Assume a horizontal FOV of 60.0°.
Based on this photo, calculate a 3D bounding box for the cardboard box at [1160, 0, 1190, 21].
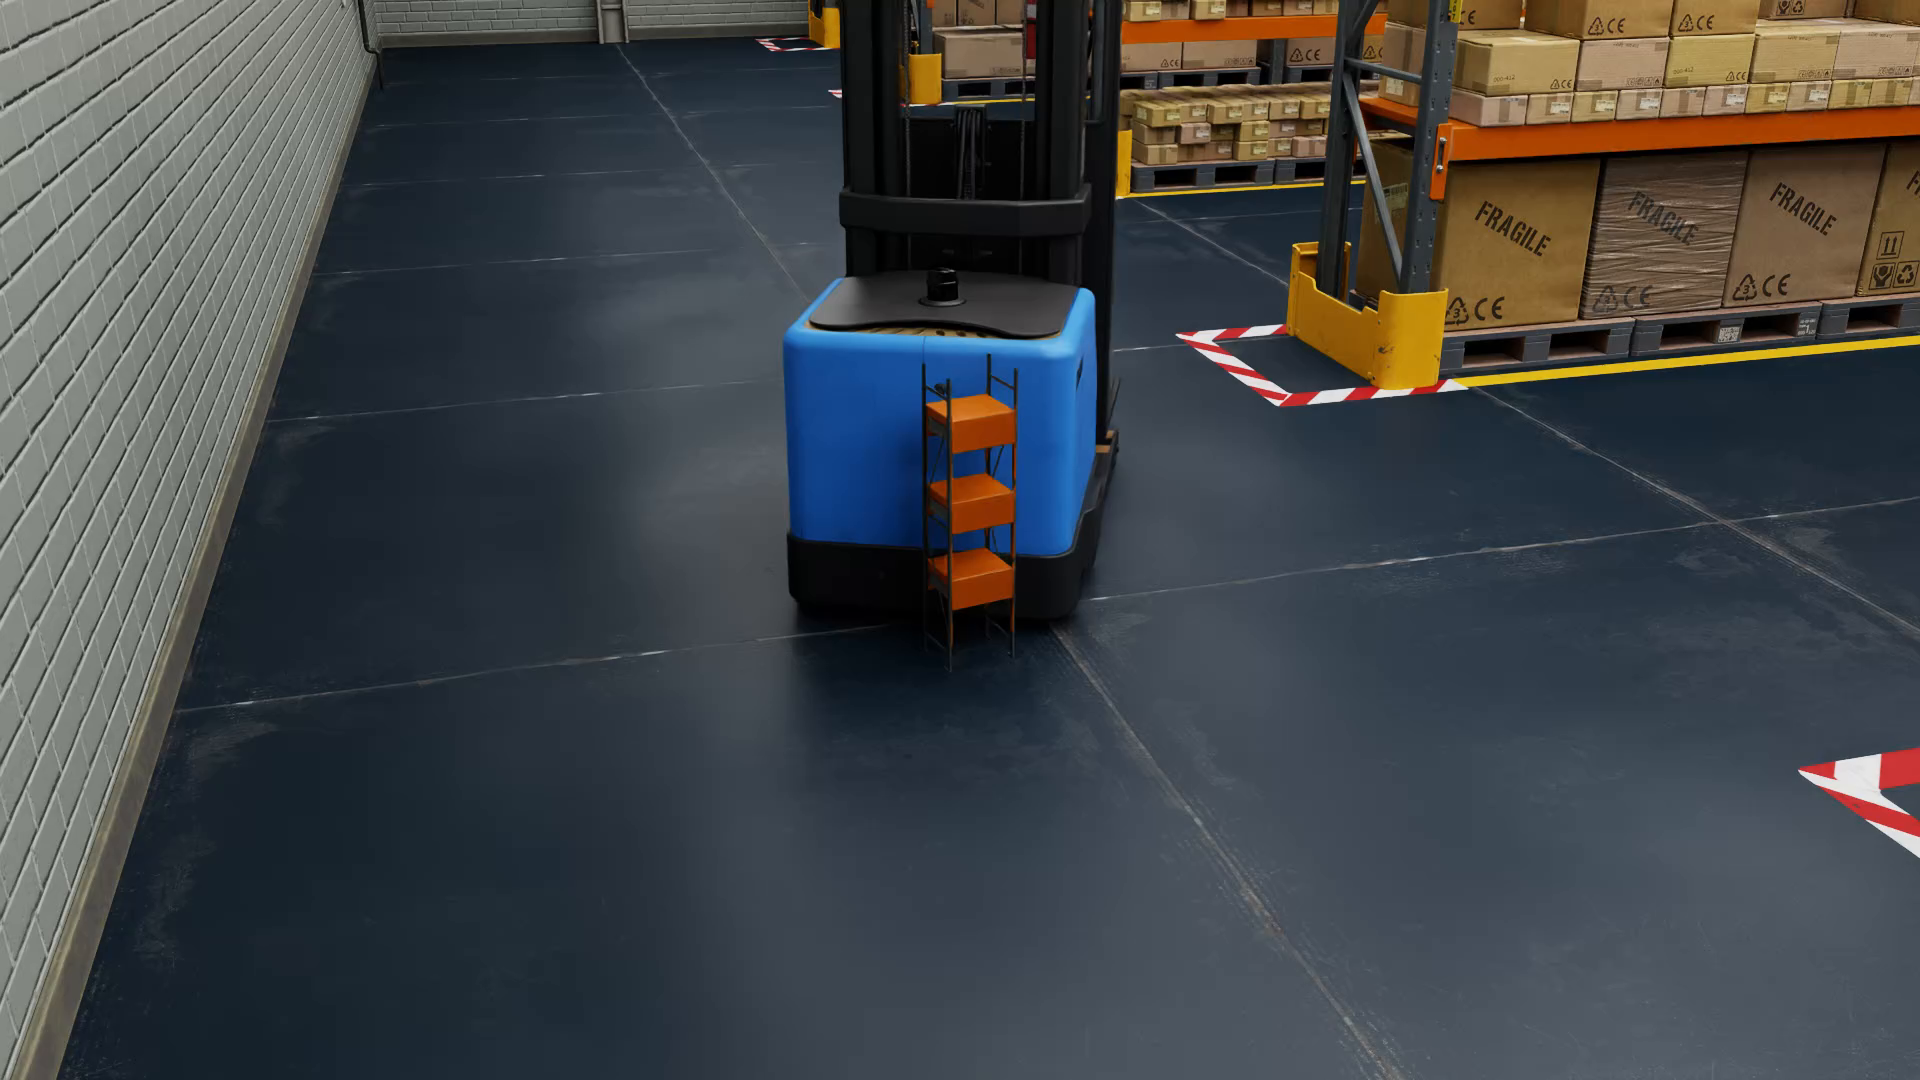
[{"bbox_3d":[1.590,-4.116,12.857,0.250,0.149,0.380,-5,24,-12],"label":"cardboard box"}]

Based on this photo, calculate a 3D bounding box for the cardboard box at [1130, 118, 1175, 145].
[{"bbox_3d":[1.529,-3.256,13.241,0.250,0.149,0.380,-5,24,-12],"label":"cardboard box"}]

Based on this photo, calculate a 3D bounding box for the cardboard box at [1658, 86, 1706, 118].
[{"bbox_3d":[3.618,-2.292,8.606,0.250,0.149,0.380,-7,24,-15],"label":"cardboard box"}]

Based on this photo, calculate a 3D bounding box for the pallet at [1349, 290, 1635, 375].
[{"bbox_3d":[2.947,-1.218,9.321,1.213,0.211,1.003,-6,24,-14],"label":"pallet"}]

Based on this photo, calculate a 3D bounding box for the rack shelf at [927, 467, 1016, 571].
[{"bbox_3d":[0.031,-0.073,5.614,0.240,0.259,0.215,-12,26,-25],"label":"rack shelf"}]

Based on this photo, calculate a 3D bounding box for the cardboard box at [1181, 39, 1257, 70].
[{"bbox_3d":[2.739,-5.562,18.626,0.875,0.438,0.875,-7,24,-15],"label":"cardboard box"}]

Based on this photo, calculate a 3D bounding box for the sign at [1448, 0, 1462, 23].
[{"bbox_3d":[2.342,-2.607,7.824,0.005,0.325,0.100,-6,24,-14],"label":"sign"}]

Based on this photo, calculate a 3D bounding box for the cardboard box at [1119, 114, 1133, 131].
[{"bbox_3d":[1.387,-3.463,13.721,0.250,0.149,0.380,-7,24,-16],"label":"cardboard box"}]

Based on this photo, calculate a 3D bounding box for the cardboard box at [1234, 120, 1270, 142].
[{"bbox_3d":[2.296,-3.310,13.365,0.250,0.149,0.380,-6,24,-13],"label":"cardboard box"}]

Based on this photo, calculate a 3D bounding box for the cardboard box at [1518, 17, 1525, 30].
[{"bbox_3d":[3.082,-2.658,8.955,0.500,0.250,0.500,-7,24,-15],"label":"cardboard box"}]

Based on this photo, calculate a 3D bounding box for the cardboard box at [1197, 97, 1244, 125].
[{"bbox_3d":[2.062,-3.415,13.233,0.250,0.149,0.380,-6,24,-15],"label":"cardboard box"}]

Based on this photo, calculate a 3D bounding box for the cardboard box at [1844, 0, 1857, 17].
[{"bbox_3d":[5.043,-3.220,9.311,0.500,0.500,0.500,-6,24,-14],"label":"cardboard box"}]

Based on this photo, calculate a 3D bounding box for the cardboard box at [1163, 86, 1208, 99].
[{"bbox_3d":[1.869,-3.668,13.823,0.250,0.149,0.380,-7,24,-16],"label":"cardboard box"}]

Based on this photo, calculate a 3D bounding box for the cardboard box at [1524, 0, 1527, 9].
[{"bbox_3d":[4.595,-4.470,13.681,0.250,0.149,0.380,-7,24,-15],"label":"cardboard box"}]

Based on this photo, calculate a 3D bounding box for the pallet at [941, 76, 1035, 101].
[{"bbox_3d":[0.270,-4.980,18.089,1.213,0.211,1.003,-6,24,-14],"label":"pallet"}]

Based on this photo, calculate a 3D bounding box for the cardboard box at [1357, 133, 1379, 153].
[{"bbox_3d":[3.256,-3.304,13.728,0.250,0.149,0.380,-6,24,-13],"label":"cardboard box"}]

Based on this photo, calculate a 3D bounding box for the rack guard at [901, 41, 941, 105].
[{"bbox_3d":[-0.502,-4.996,17.759,0.348,0.500,1.175,-6,24,-14],"label":"rack guard"}]

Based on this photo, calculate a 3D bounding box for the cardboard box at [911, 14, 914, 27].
[{"bbox_3d":[-0.789,-6.974,22.281,0.250,0.149,0.380,-7,24,-16],"label":"cardboard box"}]

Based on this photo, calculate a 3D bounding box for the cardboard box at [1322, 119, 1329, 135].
[{"bbox_3d":[3.039,-3.444,13.678,0.250,0.149,0.380,-5,24,-12],"label":"cardboard box"}]

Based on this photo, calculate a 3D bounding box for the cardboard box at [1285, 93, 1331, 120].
[{"bbox_3d":[2.814,-3.509,13.453,0.250,0.149,0.380,-6,24,-14],"label":"cardboard box"}]

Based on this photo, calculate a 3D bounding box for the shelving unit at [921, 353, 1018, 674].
[{"bbox_3d":[0.031,-0.082,5.610,0.252,1.050,0.215,-12,26,-25],"label":"shelving unit"}]

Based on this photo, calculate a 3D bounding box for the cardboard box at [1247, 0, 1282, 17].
[{"bbox_3d":[2.344,-4.223,13.107,0.250,0.149,0.380,-7,24,-15],"label":"cardboard box"}]

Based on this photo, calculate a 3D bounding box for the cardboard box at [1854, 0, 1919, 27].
[{"bbox_3d":[5.196,-3.021,8.848,0.500,0.500,0.500,-6,24,-14],"label":"cardboard box"}]

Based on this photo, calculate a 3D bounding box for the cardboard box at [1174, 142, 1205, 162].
[{"bbox_3d":[1.776,-3.155,13.381,0.250,0.149,0.380,-6,24,-15],"label":"cardboard box"}]

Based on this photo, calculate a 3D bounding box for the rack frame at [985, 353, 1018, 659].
[{"bbox_3d":[0.139,-0.105,5.662,0.008,1.050,0.200,-12,26,-25],"label":"rack frame"}]

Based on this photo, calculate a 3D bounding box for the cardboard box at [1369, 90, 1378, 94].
[{"bbox_3d":[3.555,-3.591,13.642,0.250,0.149,0.380,-8,24,-17],"label":"cardboard box"}]

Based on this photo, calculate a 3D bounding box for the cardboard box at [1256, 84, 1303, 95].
[{"bbox_3d":[2.663,-3.707,13.914,0.250,0.149,0.380,-7,24,-16],"label":"cardboard box"}]

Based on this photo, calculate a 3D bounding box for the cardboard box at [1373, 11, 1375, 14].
[{"bbox_3d":[3.109,-4.276,13.230,0.250,0.149,0.380,-6,24,-13],"label":"cardboard box"}]

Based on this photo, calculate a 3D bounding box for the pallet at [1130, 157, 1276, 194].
[{"bbox_3d":[1.821,-3.078,13.656,1.213,0.211,1.003,-6,24,-14],"label":"pallet"}]

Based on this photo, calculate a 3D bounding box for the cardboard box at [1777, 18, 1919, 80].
[{"bbox_3d":[4.706,-2.621,8.868,0.500,0.250,0.500,-6,24,-13],"label":"cardboard box"}]

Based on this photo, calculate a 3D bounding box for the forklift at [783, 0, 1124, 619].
[{"bbox_3d":[0.119,-1.615,6.798,1.130,2.935,3.031,4,24,9],"label":"forklift"}]

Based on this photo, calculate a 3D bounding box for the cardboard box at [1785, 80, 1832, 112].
[{"bbox_3d":[4.362,-2.375,8.799,0.250,0.149,0.380,-6,24,-14],"label":"cardboard box"}]

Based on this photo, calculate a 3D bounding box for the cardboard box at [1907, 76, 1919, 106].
[{"bbox_3d":[5.102,-2.456,8.989,0.250,0.149,0.380,-6,24,-13],"label":"cardboard box"}]

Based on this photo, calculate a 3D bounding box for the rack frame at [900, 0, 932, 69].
[{"bbox_3d":[-0.479,-6.147,17.272,0.127,3.000,1.000,-6,24,-14],"label":"rack frame"}]

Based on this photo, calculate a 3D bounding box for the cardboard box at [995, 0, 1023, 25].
[{"bbox_3d":[0.624,-7.291,22.576,0.500,0.500,0.700,-7,24,-16],"label":"cardboard box"}]

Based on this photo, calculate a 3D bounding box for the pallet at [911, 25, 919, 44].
[{"bbox_3d":[-0.983,-6.843,22.430,1.213,0.211,1.003,-6,24,-14],"label":"pallet"}]

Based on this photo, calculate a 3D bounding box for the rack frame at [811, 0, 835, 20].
[{"bbox_3d":[-1.823,-8.031,21.663,0.127,3.000,1.000,-6,24,-14],"label":"rack frame"}]

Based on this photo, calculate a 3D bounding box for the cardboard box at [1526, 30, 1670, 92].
[{"bbox_3d":[3.232,-2.459,8.489,0.500,0.250,0.500,-7,24,-15],"label":"cardboard box"}]

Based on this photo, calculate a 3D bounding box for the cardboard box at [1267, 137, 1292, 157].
[{"bbox_3d":[2.509,-3.233,13.562,0.250,0.149,0.380,-6,24,-14],"label":"cardboard box"}]

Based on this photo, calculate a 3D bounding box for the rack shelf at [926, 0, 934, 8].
[{"bbox_3d":[1.447,-6.029,17.910,4.000,0.370,1.077,-6,24,-14],"label":"rack shelf"}]

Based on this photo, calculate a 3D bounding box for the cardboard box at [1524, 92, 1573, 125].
[{"bbox_3d":[2.876,-2.210,8.414,0.250,0.149,0.380,-7,24,-15],"label":"cardboard box"}]

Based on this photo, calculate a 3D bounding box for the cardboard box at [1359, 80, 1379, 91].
[{"bbox_3d":[3.396,-3.818,14.172,0.250,0.149,0.380,-6,24,-13],"label":"cardboard box"}]

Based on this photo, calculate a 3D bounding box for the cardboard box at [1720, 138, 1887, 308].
[{"bbox_3d":[4.526,-1.891,9.516,0.875,0.875,0.875,-6,24,-14],"label":"cardboard box"}]

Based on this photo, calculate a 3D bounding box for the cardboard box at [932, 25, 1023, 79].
[{"bbox_3d":[0.130,-5.271,17.947,0.875,0.438,0.875,-7,24,-16],"label":"cardboard box"}]
